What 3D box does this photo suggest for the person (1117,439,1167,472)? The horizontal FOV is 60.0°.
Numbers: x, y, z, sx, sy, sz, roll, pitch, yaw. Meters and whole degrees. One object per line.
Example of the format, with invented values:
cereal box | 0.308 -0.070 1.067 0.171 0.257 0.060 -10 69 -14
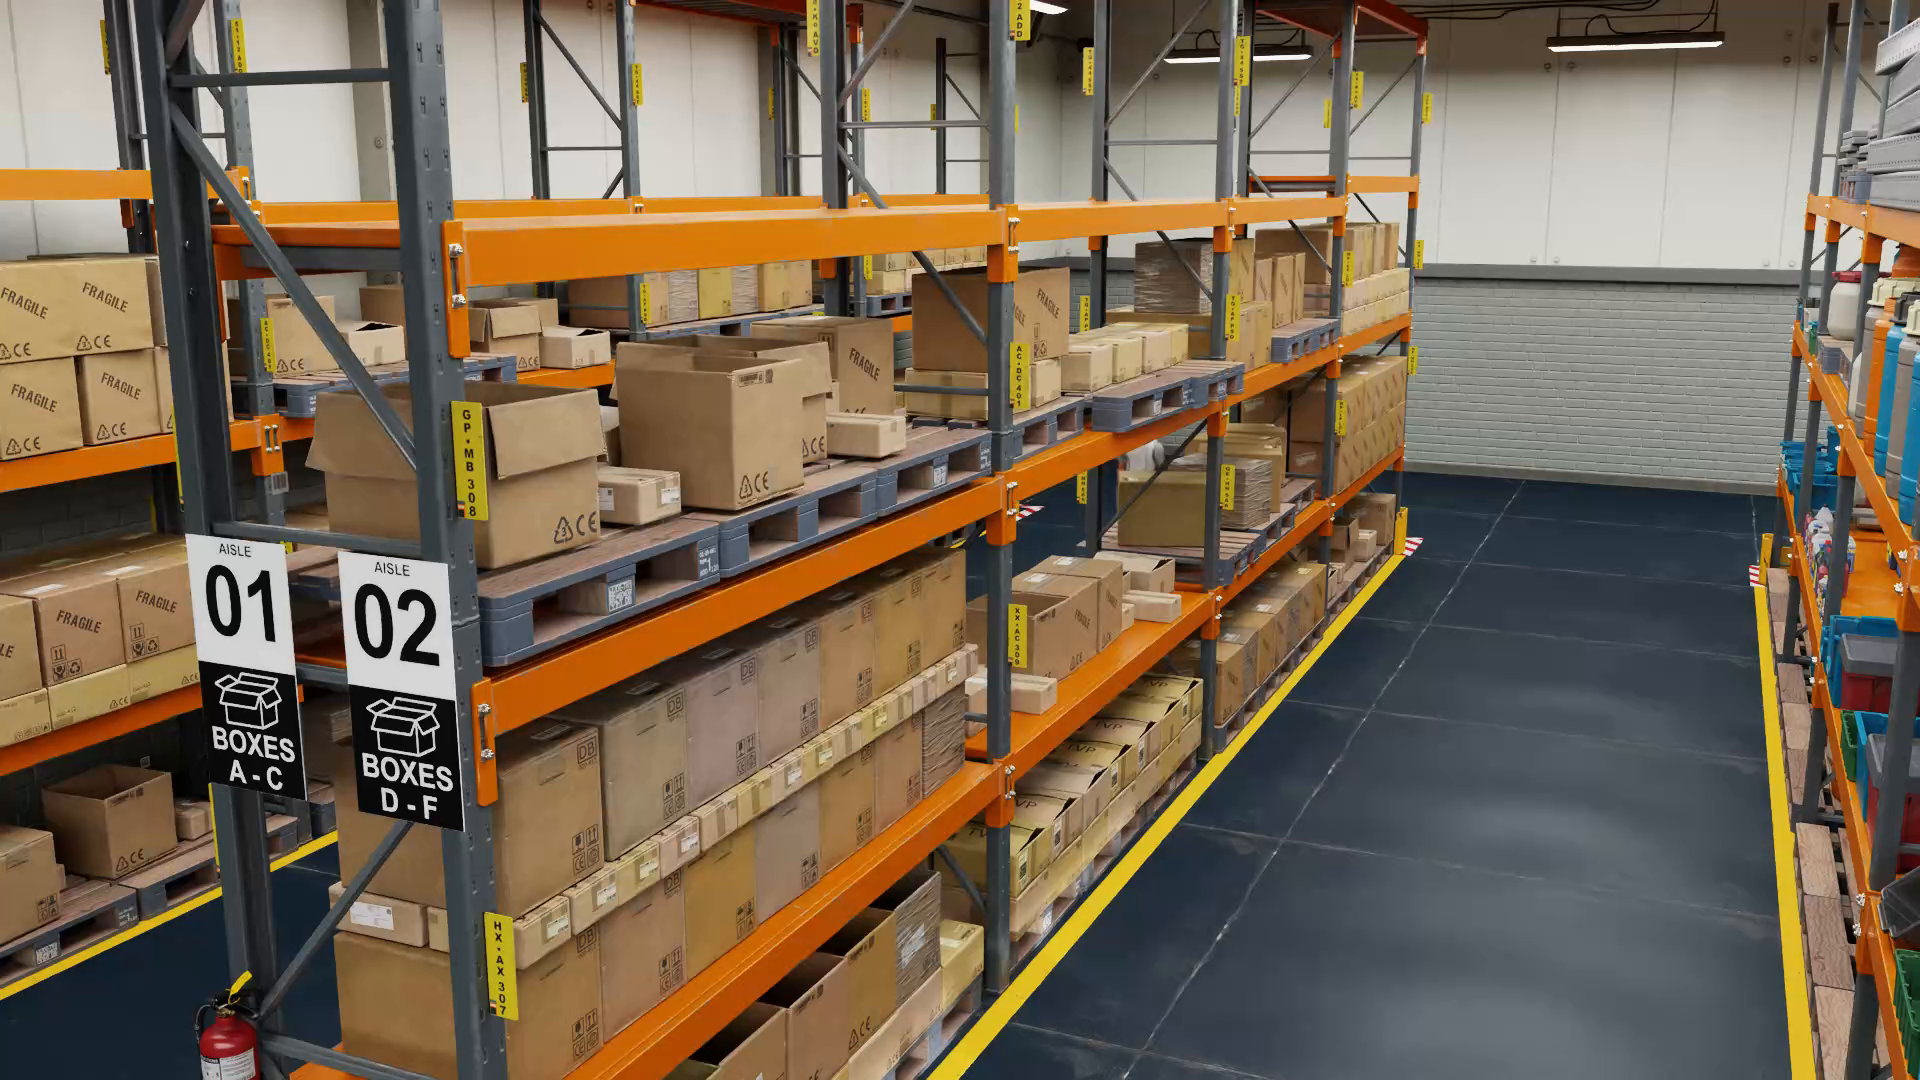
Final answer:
person | 2.070 -0.525 18.390 0.539 1.833 0.686 8 14 33
